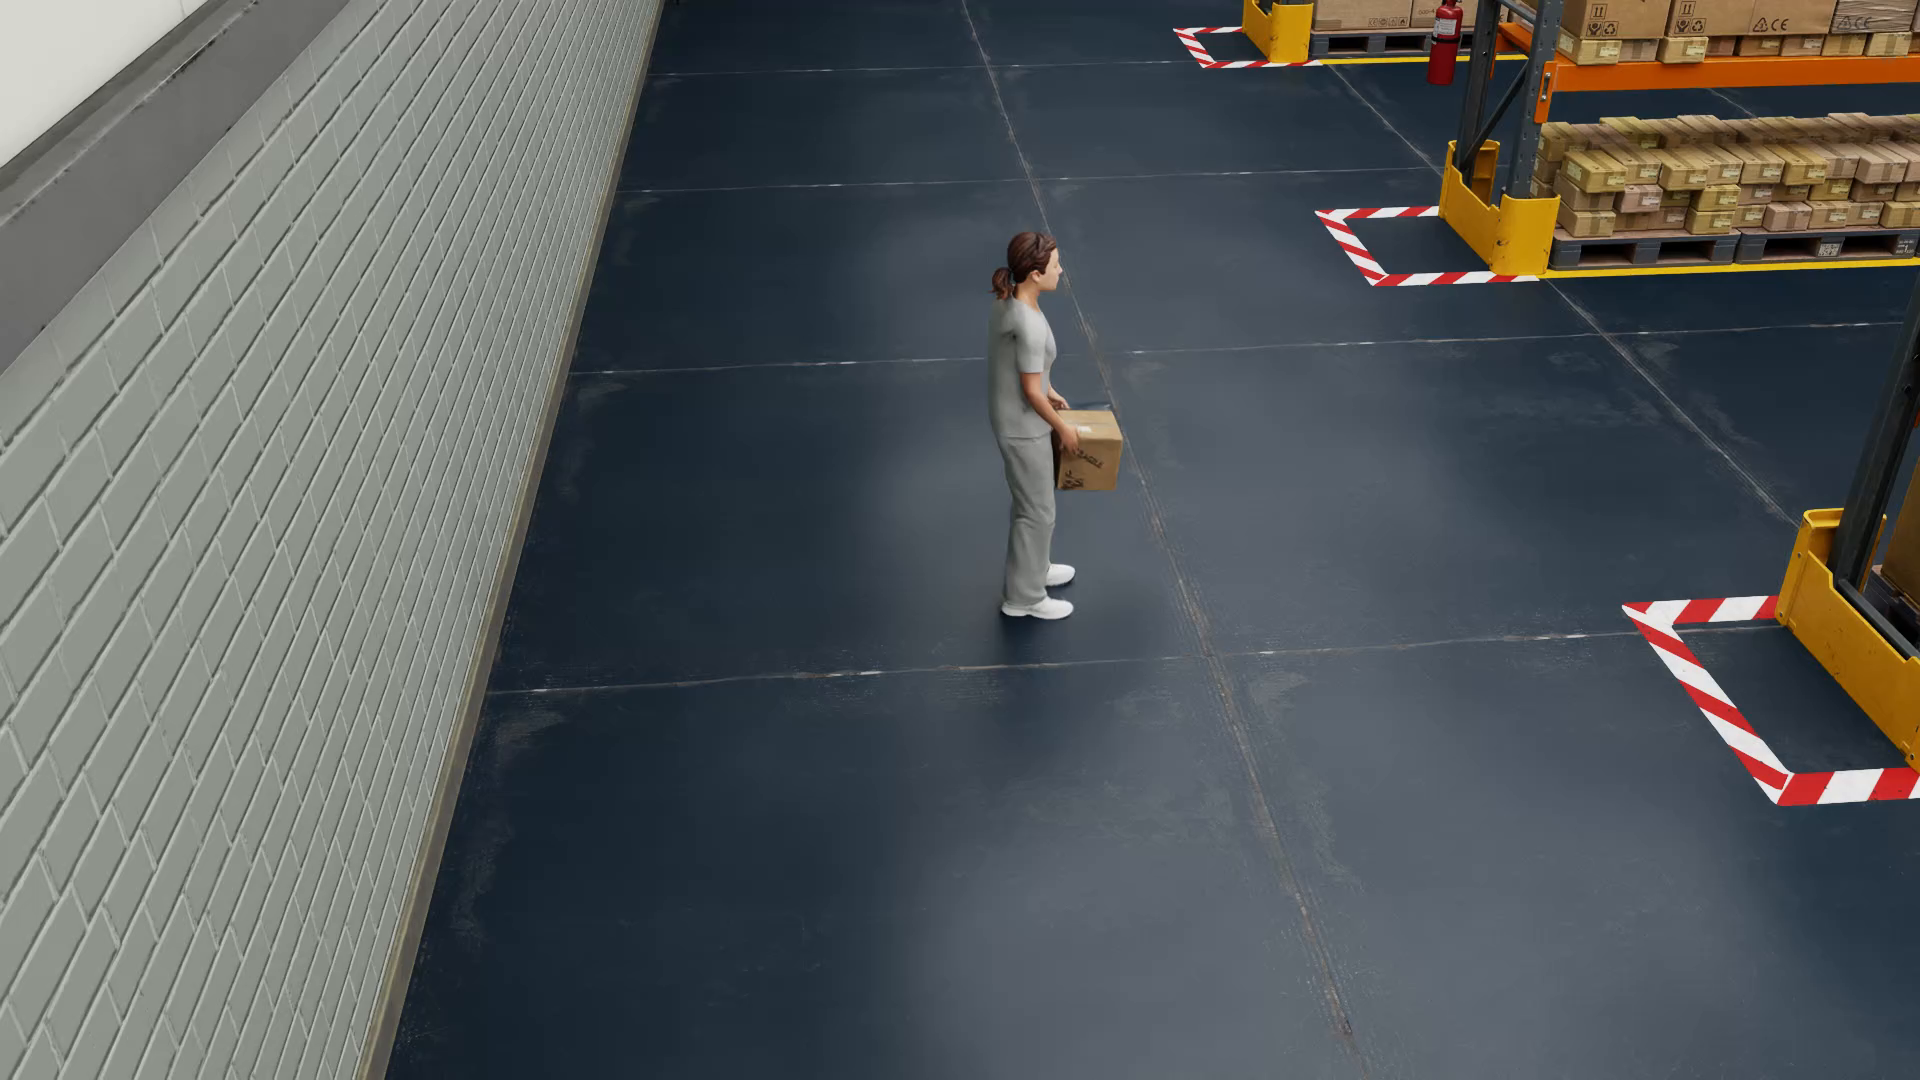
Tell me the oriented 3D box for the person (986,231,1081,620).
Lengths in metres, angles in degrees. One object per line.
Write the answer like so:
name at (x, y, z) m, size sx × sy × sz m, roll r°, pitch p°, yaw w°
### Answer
person at (0.324, -0.378, 6.992) m, size 0.399 × 1.431 × 0.467 m, roll -3°, pitch 31°, yaw -6°
